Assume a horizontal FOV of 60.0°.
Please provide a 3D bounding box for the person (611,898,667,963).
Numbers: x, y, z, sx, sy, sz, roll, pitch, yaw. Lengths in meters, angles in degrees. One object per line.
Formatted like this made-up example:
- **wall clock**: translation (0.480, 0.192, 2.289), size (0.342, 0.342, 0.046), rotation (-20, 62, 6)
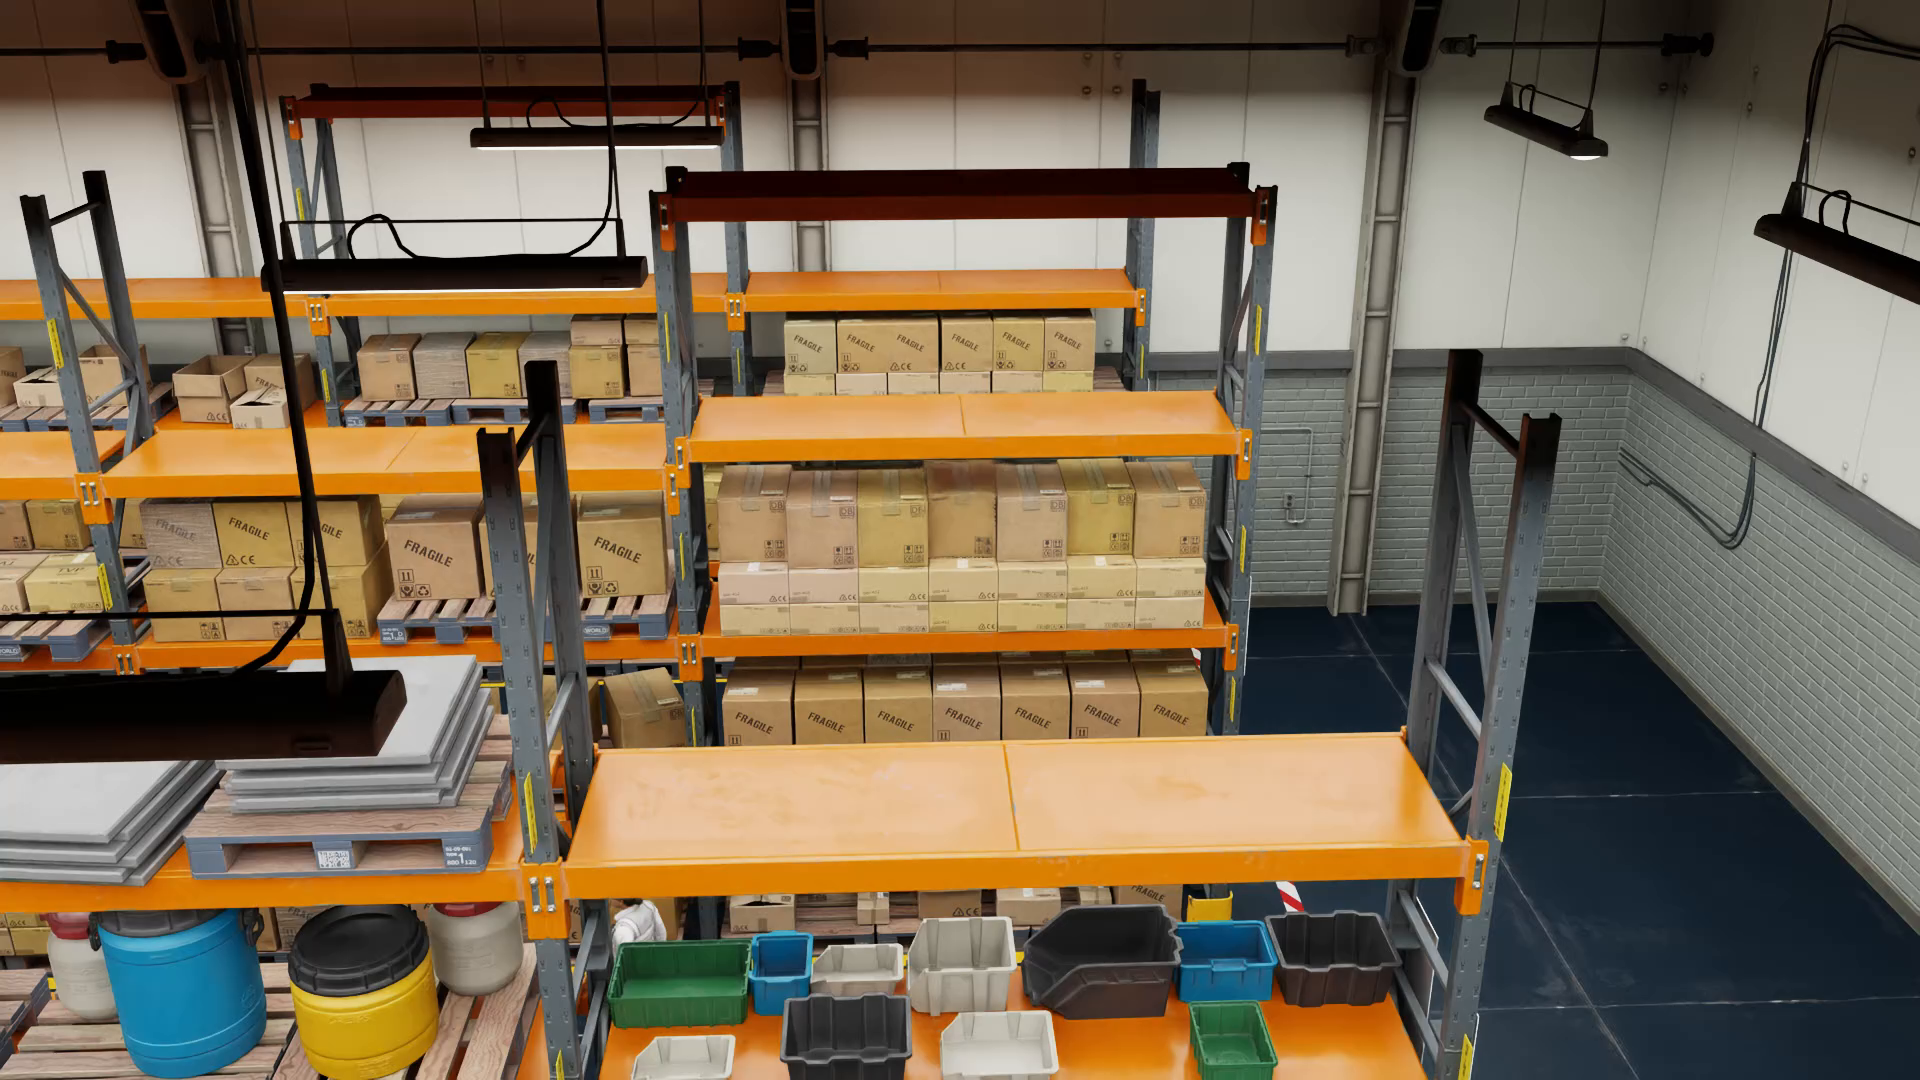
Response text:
- **person**: translation (-2.102, 3.052, 11.473), size (0.625, 1.648, 0.548), rotation (5, 23, 11)
